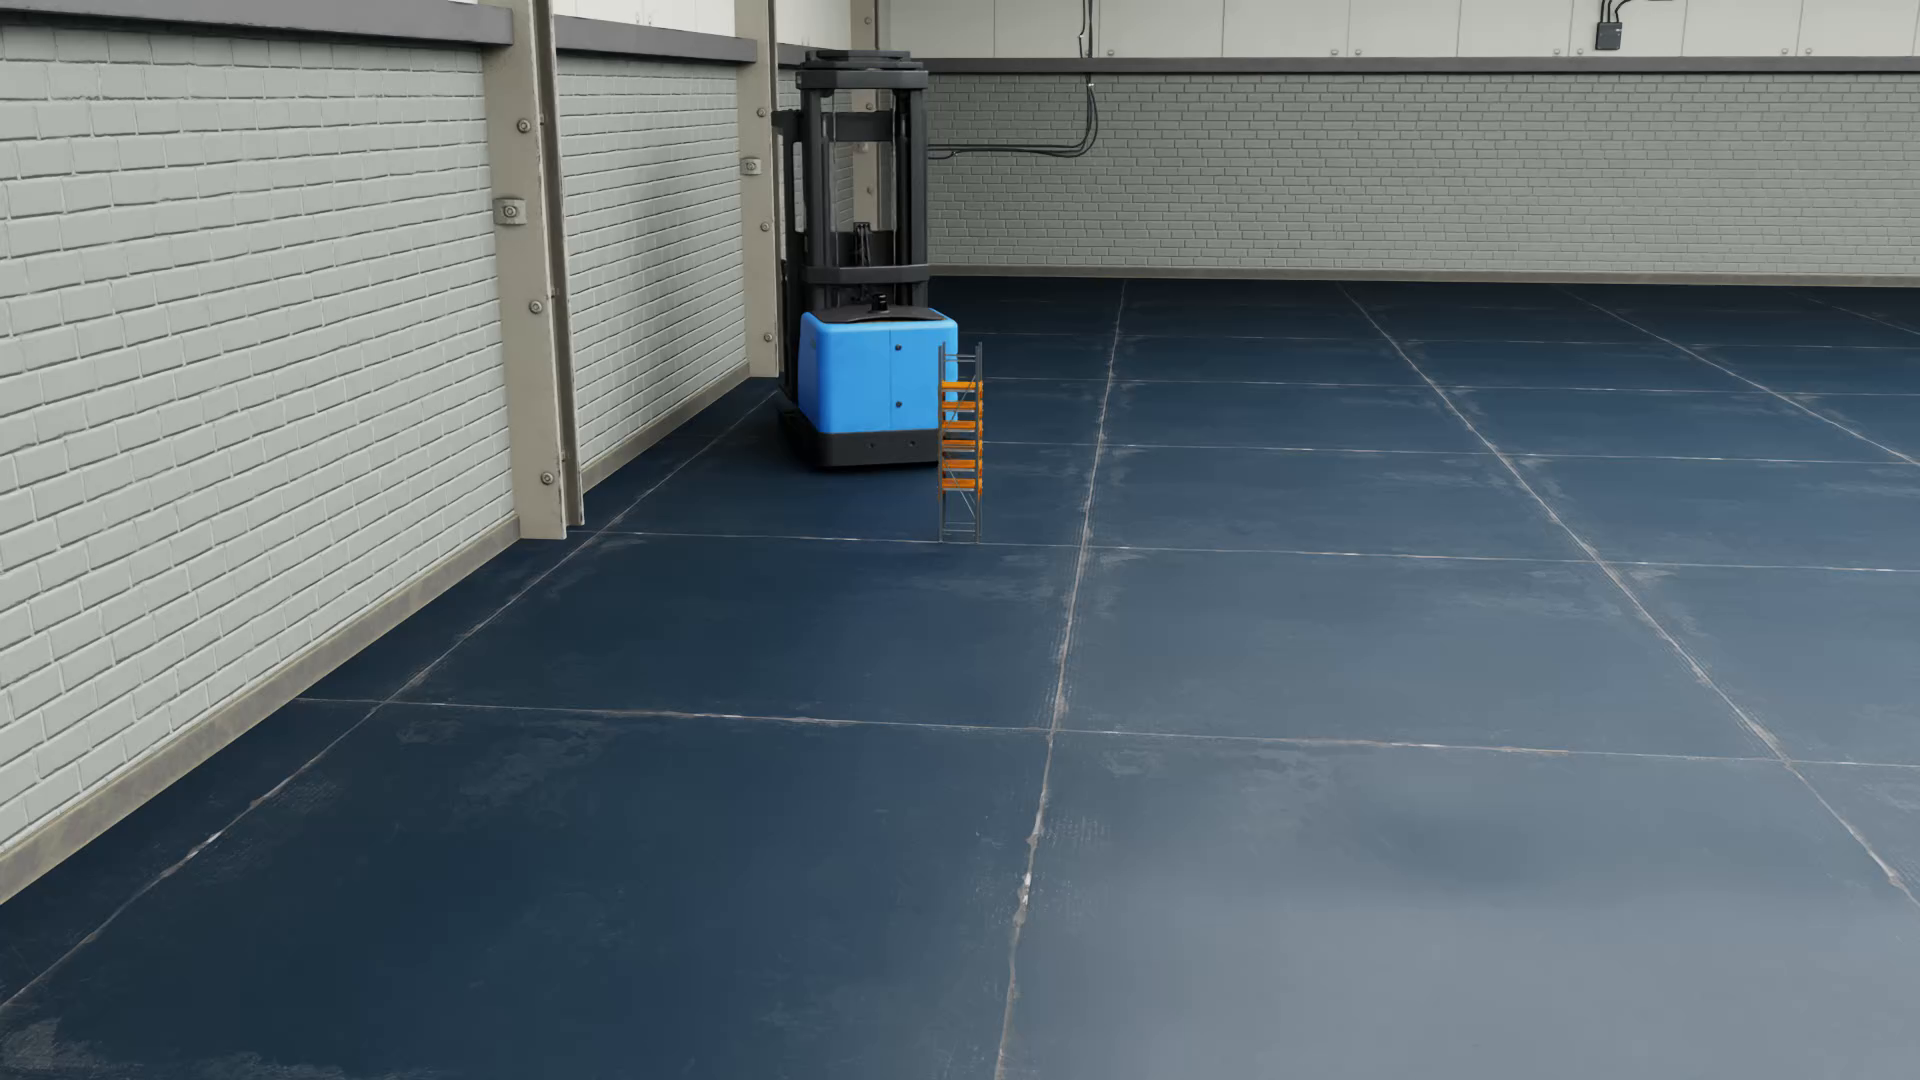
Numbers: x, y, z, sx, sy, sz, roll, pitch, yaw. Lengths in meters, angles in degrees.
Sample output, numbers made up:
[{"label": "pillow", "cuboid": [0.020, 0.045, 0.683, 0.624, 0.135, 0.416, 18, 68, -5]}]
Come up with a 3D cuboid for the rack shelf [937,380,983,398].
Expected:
[{"label": "rack shelf", "cuboid": [0.002, -0.888, 9.937, 0.258, 0.103, 0.180, 2, 15, 6]}]

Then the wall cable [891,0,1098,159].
[{"label": "wall cable", "cuboid": [0.444, -6.742, 23.804, 3.097, 2.526, 0.112, 2, 15, 6]}]

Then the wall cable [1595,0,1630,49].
[{"label": "wall cable", "cuboid": [9.875, -9.599, 21.905, 2.305, 6.003, 0.169, 2, 15, 6]}]

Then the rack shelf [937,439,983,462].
[{"label": "rack shelf", "cuboid": [0.002, -0.540, 10.031, 0.258, 0.103, 0.180, 2, 15, 6]}]

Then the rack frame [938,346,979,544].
[{"label": "rack frame", "cuboid": [-0.009, -0.559, 9.932, 0.240, 1.200, 0.006, 2, 15, 6]}]

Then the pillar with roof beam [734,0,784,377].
[{"label": "pillar with roof beam", "cuboid": [2.398, -5.833, 14.493, 9.100, 9.000, 0.400, 2, 15, 6]}]

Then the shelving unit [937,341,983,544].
[{"label": "shelving unit", "cuboid": [0.002, -0.583, 10.019, 0.258, 1.200, 0.189, 2, 15, 6]}]

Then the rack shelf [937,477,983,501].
[{"label": "rack shelf", "cuboid": [0.002, -0.308, 10.094, 0.258, 0.103, 0.180, 2, 15, 6]}]

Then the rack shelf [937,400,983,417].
[{"label": "rack shelf", "cuboid": [0.002, -0.772, 9.968, 0.258, 0.103, 0.180, 2, 15, 6]}]

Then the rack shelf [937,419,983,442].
[{"label": "rack shelf", "cuboid": [0.002, -0.656, 10.000, 0.258, 0.103, 0.180, 2, 15, 6]}]

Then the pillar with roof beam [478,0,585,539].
[{"label": "pillar with roof beam", "cuboid": [1.721, -4.277, 8.738, 9.100, 9.000, 0.400, 2, 15, 6]}]

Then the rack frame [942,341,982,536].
[{"label": "rack frame", "cuboid": [0.012, -0.607, 10.107, 0.240, 1.200, 0.006, 2, 15, 6]}]

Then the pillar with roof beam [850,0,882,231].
[{"label": "pillar with roof beam", "cuboid": [3.075, -7.389, 20.248, 9.100, 9.000, 0.400, 2, 15, 6]}]

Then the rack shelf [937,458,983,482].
[{"label": "rack shelf", "cuboid": [0.002, -0.424, 10.062, 0.258, 0.103, 0.180, 2, 15, 6]}]

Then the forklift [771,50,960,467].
[{"label": "forklift", "cuboid": [-0.848, -2.276, 12.963, 1.130, 2.935, 3.031, -4, 16, -13]}]
